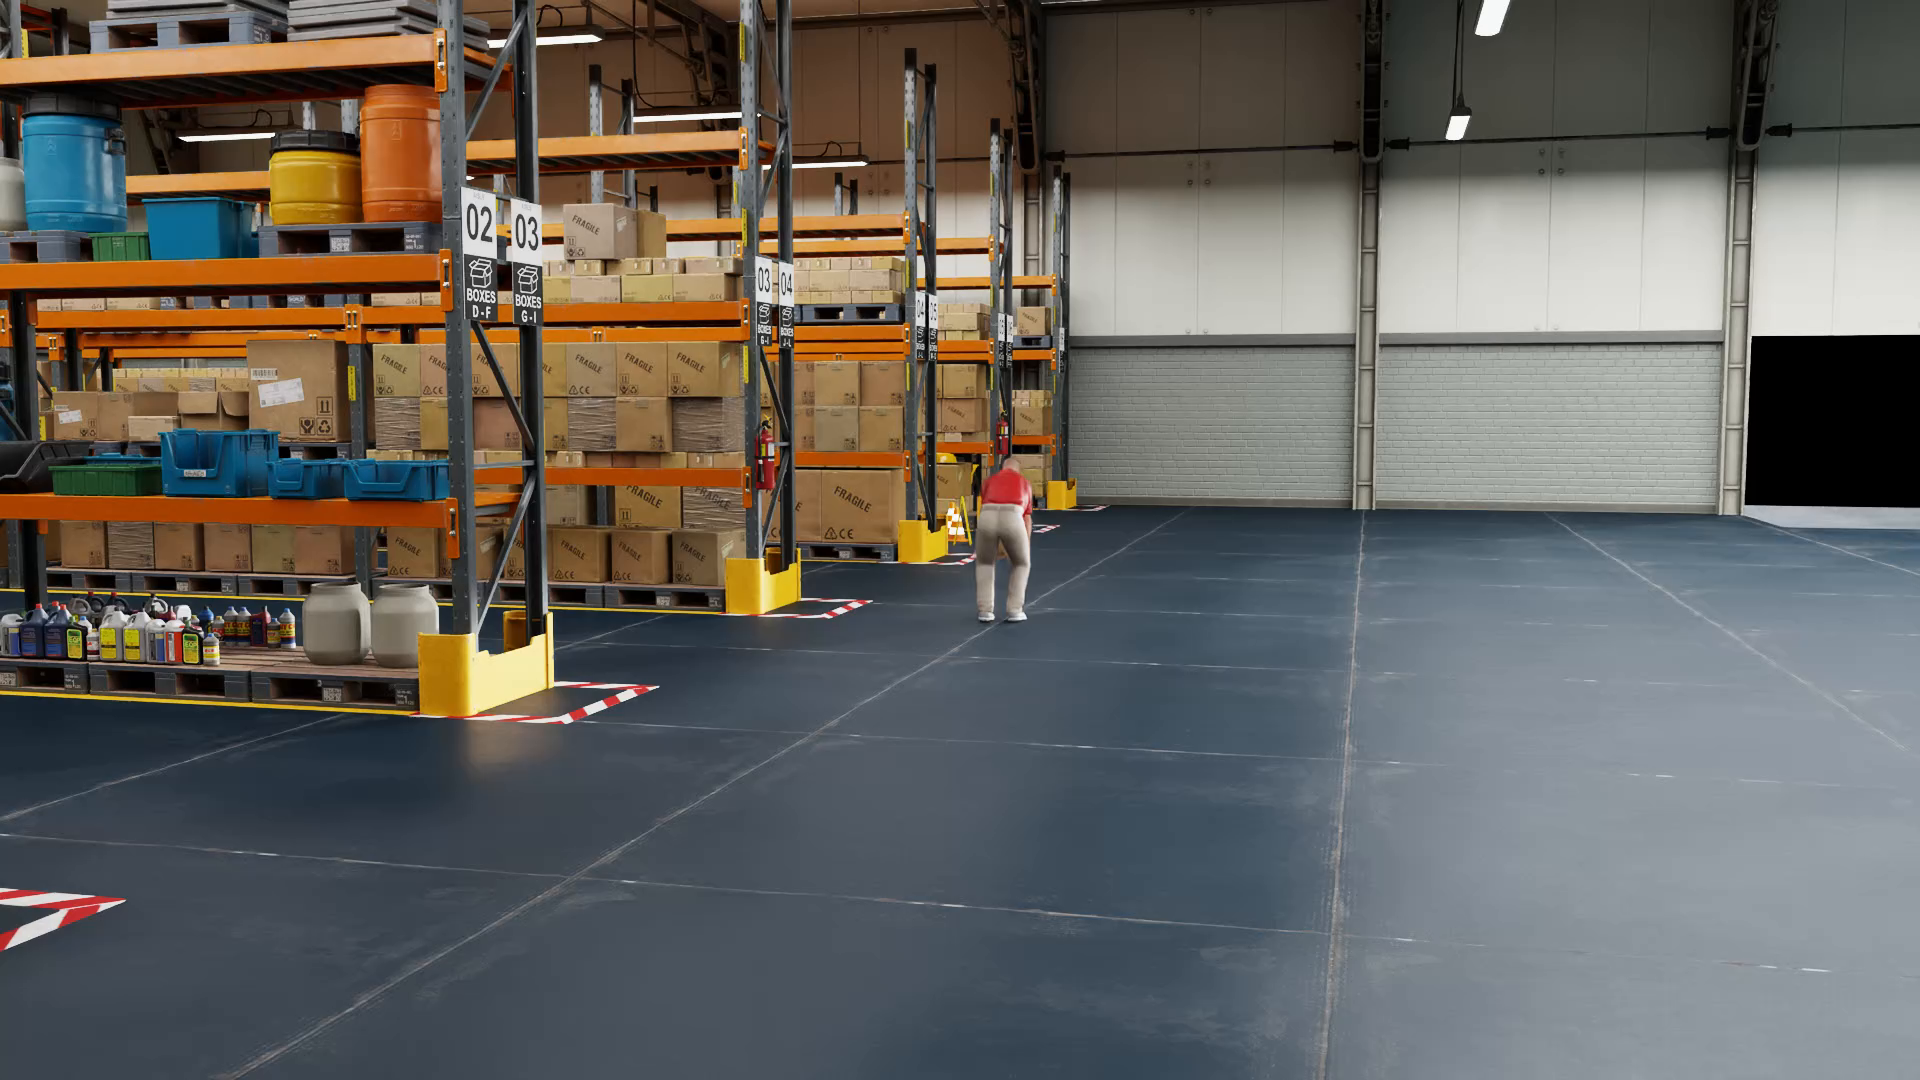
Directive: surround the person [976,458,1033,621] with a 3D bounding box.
[{"bbox_3d":[0.399,-0.007,14.630,0.478,1.414,0.843,1,5,12],"label":"person"}]
